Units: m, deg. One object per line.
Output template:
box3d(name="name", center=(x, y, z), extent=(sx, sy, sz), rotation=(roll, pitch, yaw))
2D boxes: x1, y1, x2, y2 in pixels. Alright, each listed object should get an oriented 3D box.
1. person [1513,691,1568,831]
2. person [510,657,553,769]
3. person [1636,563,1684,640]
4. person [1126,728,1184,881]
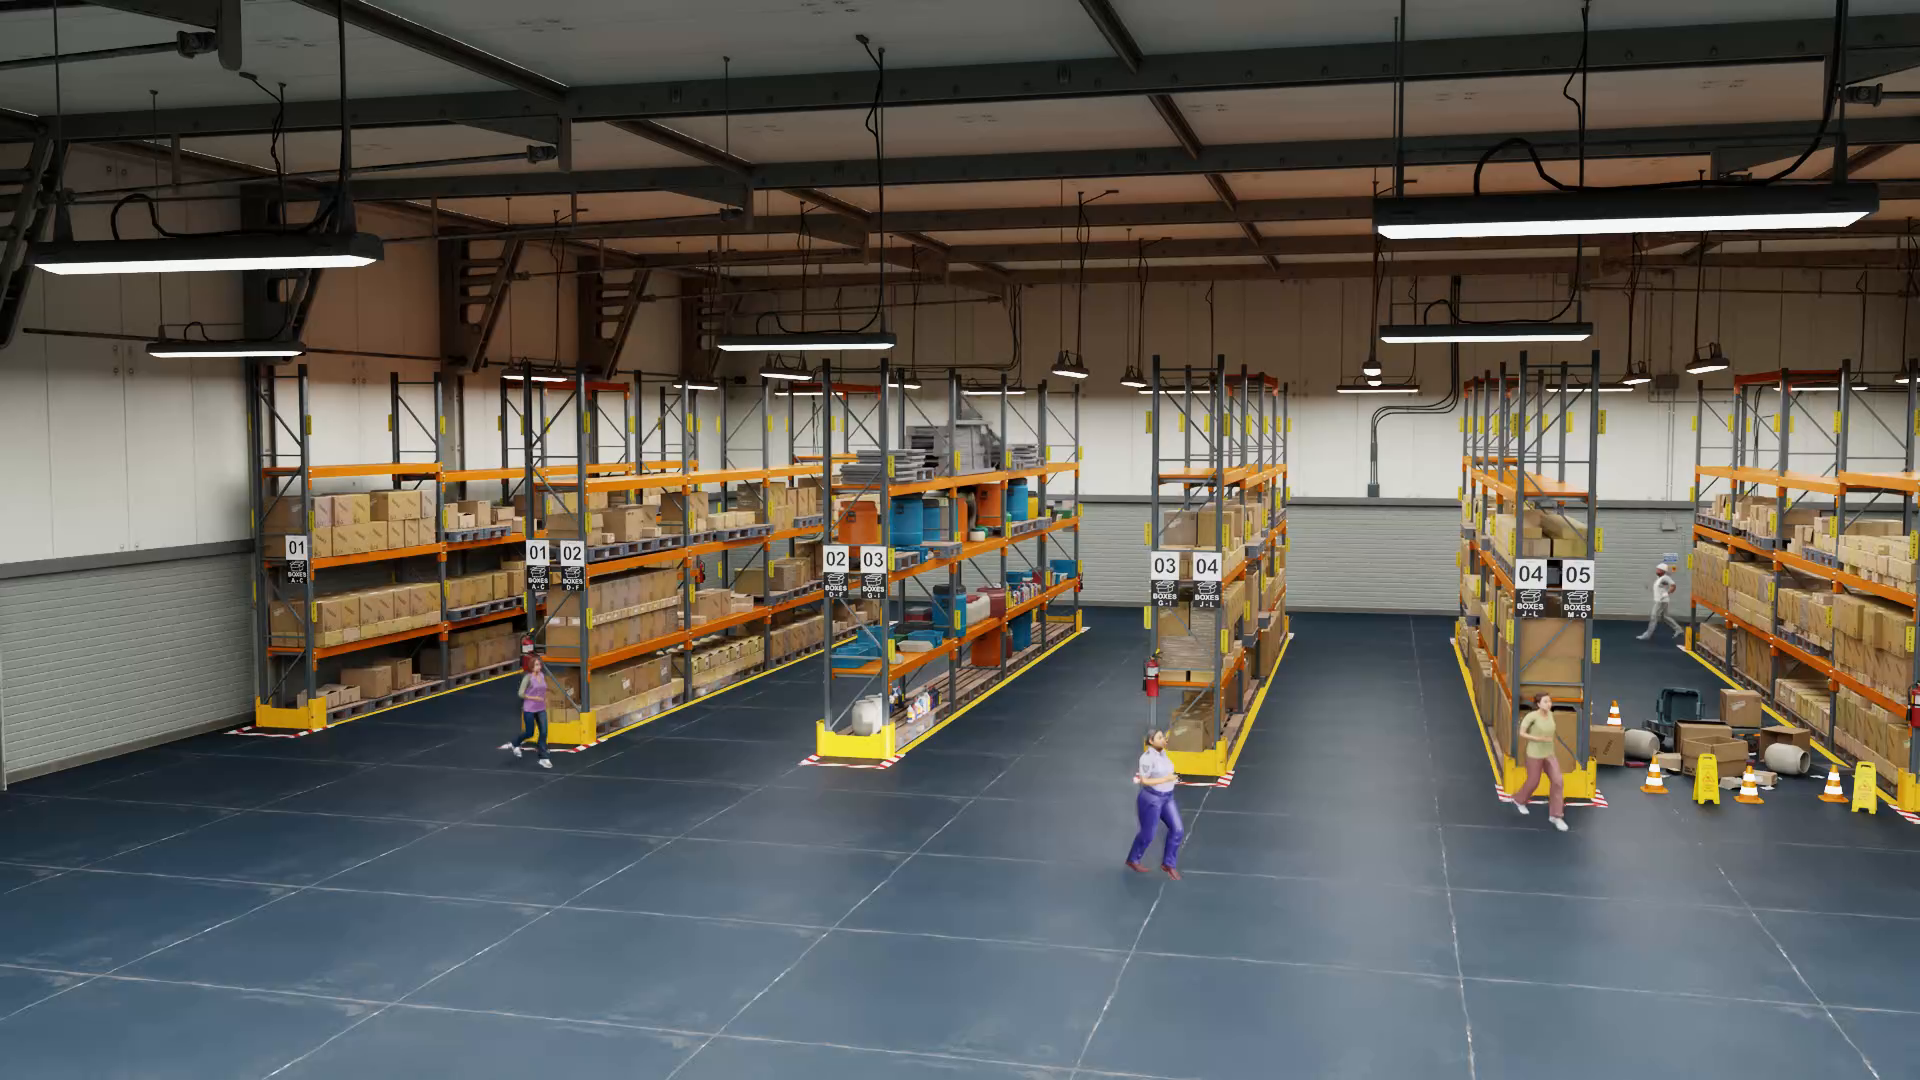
box3d(name="person", center=(7.268, 2.728, 20.885), extent=(0.602, 1.680, 0.932), rotation=(-1, 4, -17))
box3d(name="person", center=(-6.276, 2.521, 24.454), extent=(0.863, 1.604, 0.546), rotation=(3, 5, 37))
box3d(name="person", center=(16.184, 1.423, 38.398), extent=(1.031, 1.771, 0.685), rotation=(1, 4, 18))
box3d(name="person", center=(2.164, 2.921, 18.346), extent=(0.708, 1.704, 0.585), rotation=(4, 5, 44))
